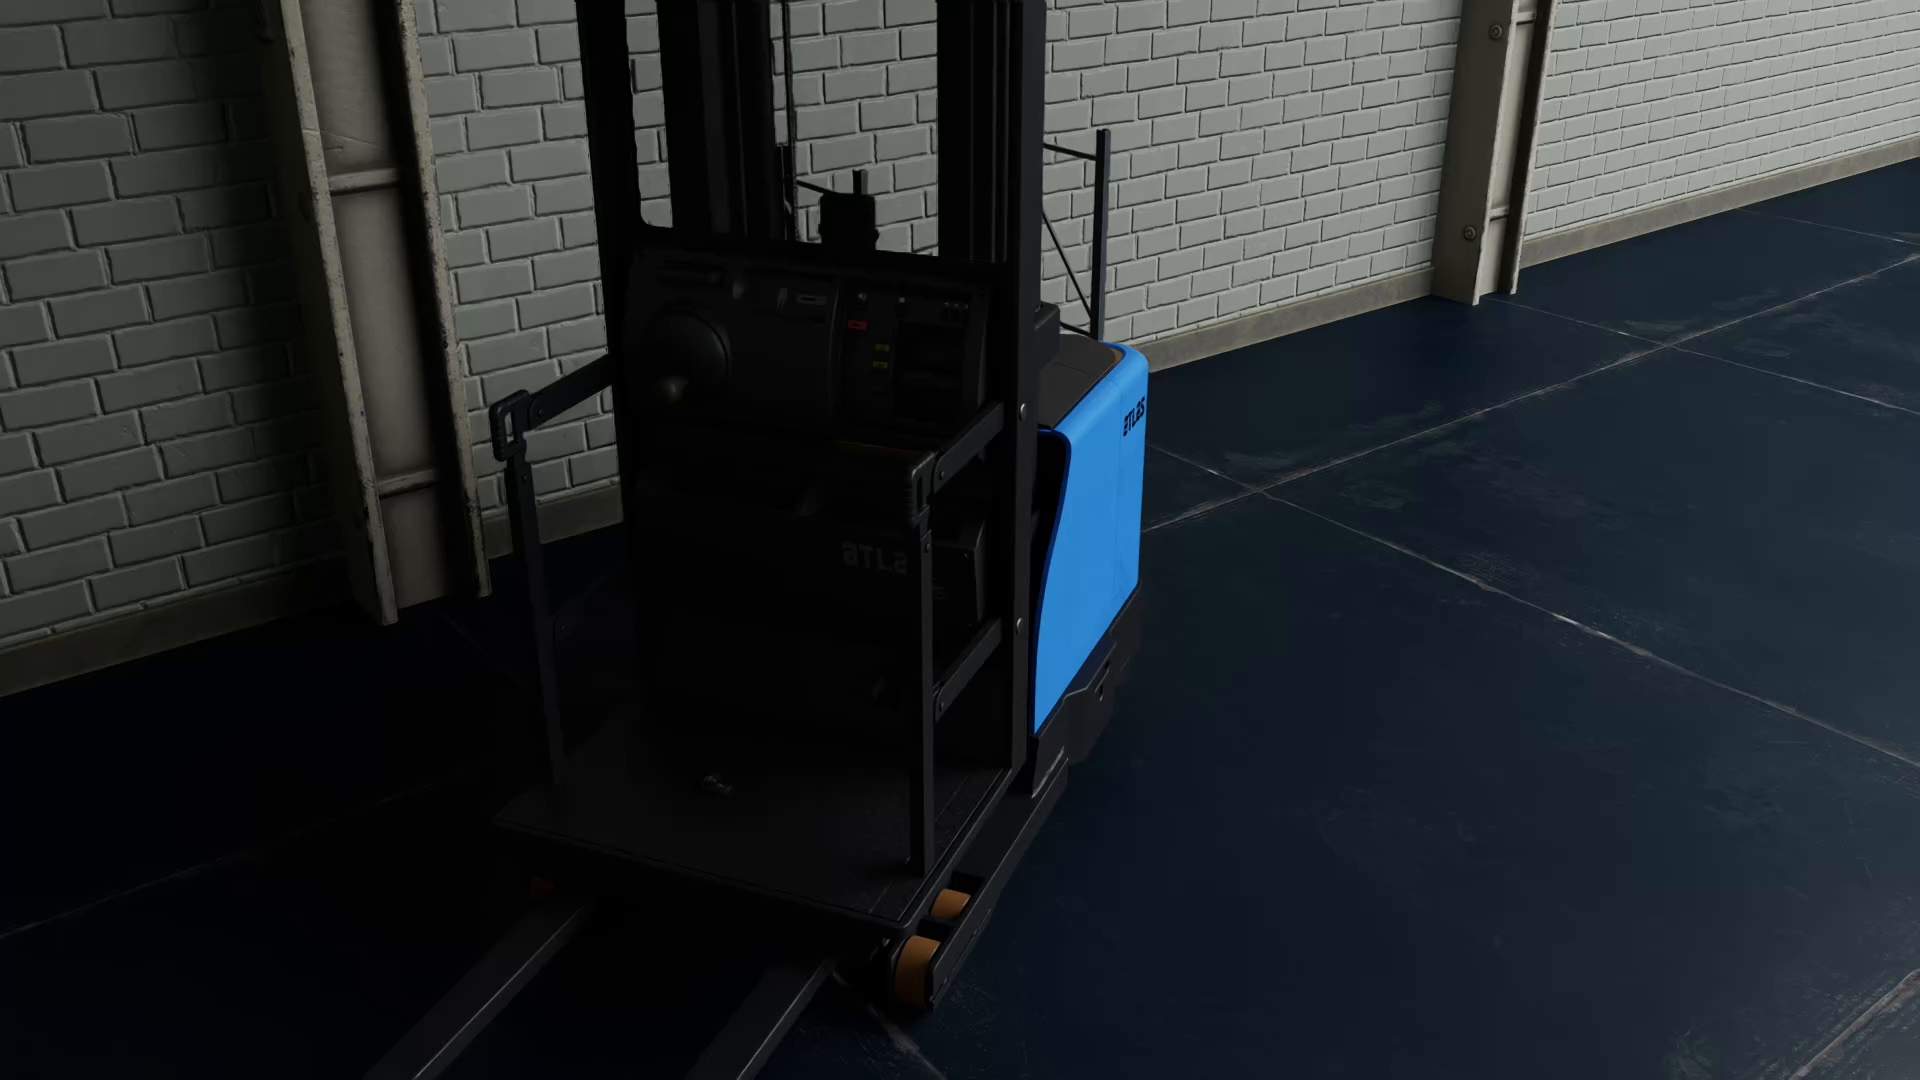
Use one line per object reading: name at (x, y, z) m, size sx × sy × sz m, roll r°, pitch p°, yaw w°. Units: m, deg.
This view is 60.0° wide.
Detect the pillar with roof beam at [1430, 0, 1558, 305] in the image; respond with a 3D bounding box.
pillar with roof beam at (5.485, -4.025, 4.233) m, size 0.400 × 9.000 × 9.100 m, roll -18°, pitch 31°, yaw -34°

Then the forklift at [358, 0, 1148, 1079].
forklift at (-0.446, -0.435, 3.706) m, size 1.130 × 2.935 × 3.031 m, roll 10°, pitch 27°, yaw 20°

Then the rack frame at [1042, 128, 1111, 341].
rack frame at (0.357, -0.810, 6.214) m, size 0.032 × 1.500 × 0.500 m, roll -18°, pitch 30°, yaw -34°

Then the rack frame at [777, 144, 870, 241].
rack frame at (-0.446, -0.548, 5.649) m, size 0.032 × 1.500 × 0.500 m, roll -18°, pitch 30°, yaw -34°

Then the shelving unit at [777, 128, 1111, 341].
shelving unit at (-0.037, -0.681, 5.937) m, size 1.083 × 1.500 × 0.587 m, roll -18°, pitch 30°, yaw -34°

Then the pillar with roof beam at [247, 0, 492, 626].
pillar with roof beam at (0.764, -2.466, 0.874) m, size 0.400 × 9.000 × 9.100 m, roll -18°, pitch 31°, yaw -34°
